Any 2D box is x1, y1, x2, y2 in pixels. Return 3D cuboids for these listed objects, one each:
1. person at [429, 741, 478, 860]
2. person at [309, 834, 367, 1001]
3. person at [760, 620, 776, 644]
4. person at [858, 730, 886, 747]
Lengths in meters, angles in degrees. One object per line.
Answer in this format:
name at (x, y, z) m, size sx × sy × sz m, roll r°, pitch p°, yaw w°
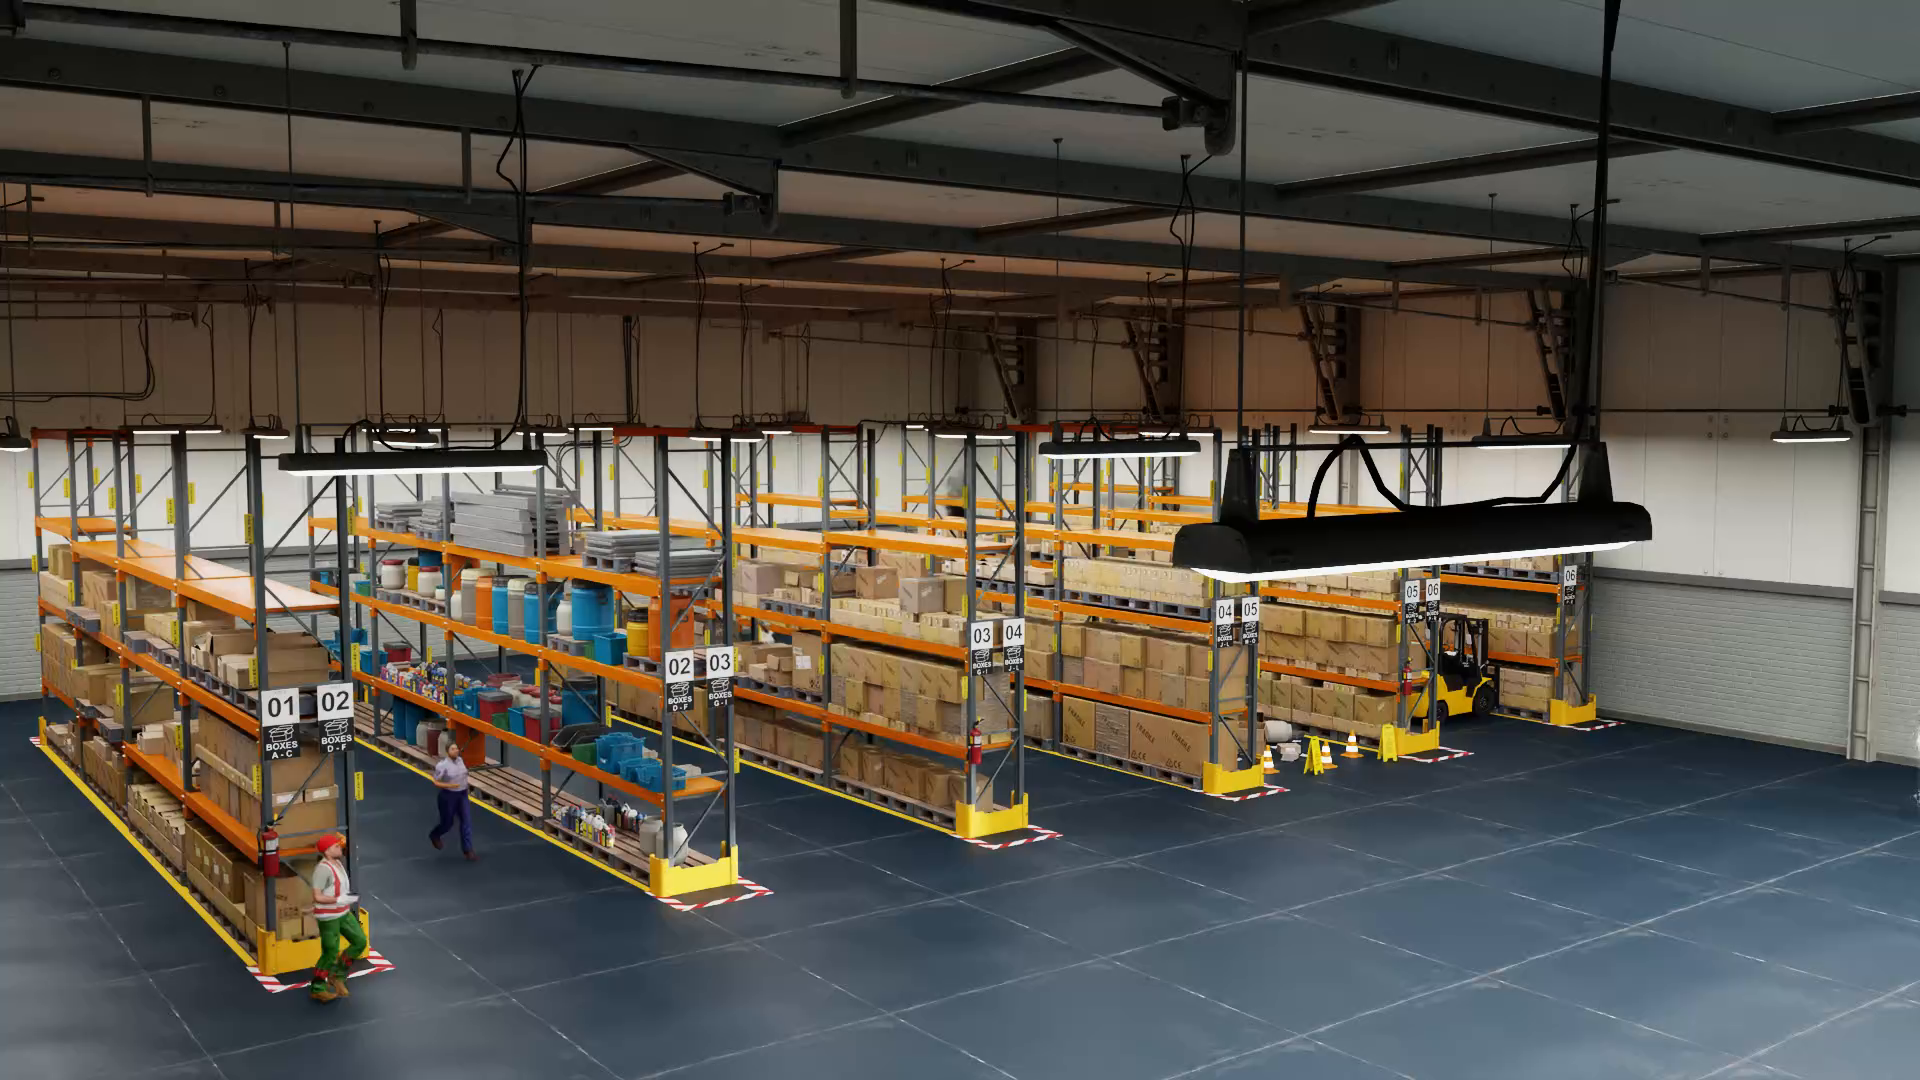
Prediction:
person at (-7.165, 3.659, 23.485) m, size 0.921 × 1.648 × 0.609 m, roll 4°, pitch 6°, yaw 38°
person at (-6.676, 4.038, 17.837) m, size 0.586 × 1.774 × 0.666 m, roll 0°, pitch 4°, yaw 3°
person at (-4.318, 2.598, 36.833) m, size 0.588 × 1.735 × 0.920 m, roll -3°, pitch 6°, yaw -36°
person at (-1.730, 2.978, 31.357) m, size 0.715 × 1.754 × 1.021 m, roll -4°, pitch 6°, yaw -43°
